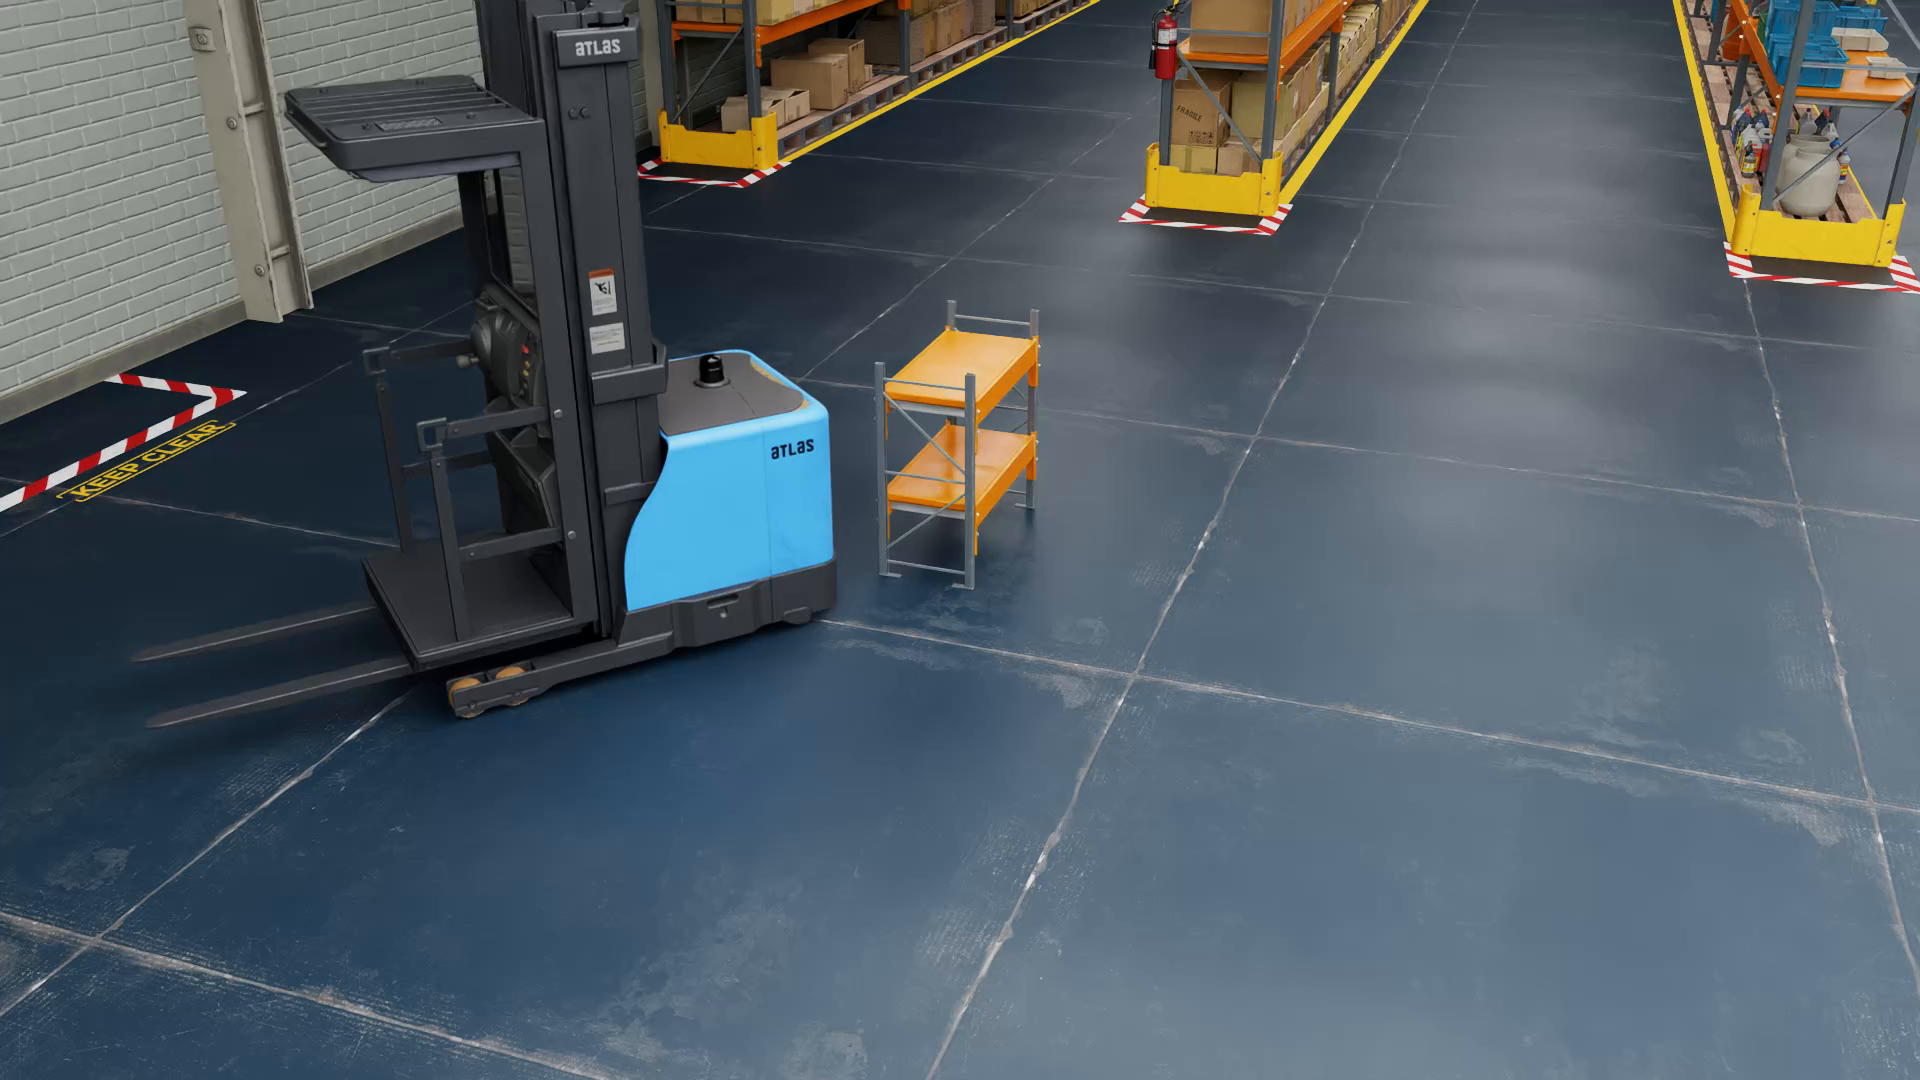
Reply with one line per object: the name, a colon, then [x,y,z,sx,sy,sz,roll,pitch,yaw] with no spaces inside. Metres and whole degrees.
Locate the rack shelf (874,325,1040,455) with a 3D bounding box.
rack shelf: [0.002,-0.772,8.383,0.538,0.278,1.000,9,27,17]

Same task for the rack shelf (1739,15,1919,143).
rack shelf: [7.597,-4.131,14.666,1.077,0.370,4.000,9,27,17]

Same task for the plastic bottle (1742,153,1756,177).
plastic bottle: [7.130,-3.390,15.016,0.097,0.201,0.097,0,26,0]

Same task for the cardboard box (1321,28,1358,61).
cardboard box: [4.308,-5.752,19.219,0.500,0.311,0.500,8,27,16]

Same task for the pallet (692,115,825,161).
pallet: [-2.082,-4.175,17.131,1.003,0.211,1.213,9,27,17]

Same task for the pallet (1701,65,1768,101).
pallet: [9.300,-5.353,19.564,1.003,0.211,1.213,9,27,17]

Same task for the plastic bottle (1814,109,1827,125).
plastic bottle: [8.320,-3.976,16.056,0.144,0.351,0.185,8,27,16]

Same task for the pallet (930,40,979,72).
pallet: [-0.418,-6.282,21.482,1.003,0.211,1.213,9,27,17]

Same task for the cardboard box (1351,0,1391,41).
cardboard box: [5.345,-6.859,21.839,0.500,0.500,0.500,10,28,20]

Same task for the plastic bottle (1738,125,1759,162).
plastic bottle: [7.337,-3.683,15.449,0.144,0.351,0.185,10,28,20]

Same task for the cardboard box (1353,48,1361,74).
cardboard box: [4.472,-5.710,19.775,0.500,0.250,0.500,9,27,18]

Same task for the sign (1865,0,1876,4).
sign: [8.778,-5.317,15.973,0.100,0.325,0.005,9,27,17]

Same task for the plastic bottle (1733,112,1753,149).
plastic bottle: [7.540,-3.934,15.968,0.144,0.351,0.185,8,27,15]

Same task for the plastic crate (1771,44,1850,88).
plastic crate: [6.816,-3.816,13.359,0.499,0.251,0.616,9,27,17]

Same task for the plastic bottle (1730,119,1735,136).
plastic bottle: [7.710,-4.107,16.496,0.097,0.201,0.097,0,26,0]

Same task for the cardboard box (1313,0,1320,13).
cardboard box: [3.282,-5.641,16.844,0.700,0.500,0.500,8,27,17]

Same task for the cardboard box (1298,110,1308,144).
cardboard box: [3.151,-4.109,16.468,0.500,0.250,0.500,9,27,17]

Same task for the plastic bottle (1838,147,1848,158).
plastic bottle: [7.922,-3.399,14.940,0.061,0.283,0.133,9,27,18]

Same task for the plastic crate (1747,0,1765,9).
plastic crate: [8.135,-5.549,16.696,0.402,0.464,0.583,9,27,17]

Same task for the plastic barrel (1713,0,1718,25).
plastic barrel: [10.492,-7.297,22.305,0.600,0.901,0.708,9,27,17]

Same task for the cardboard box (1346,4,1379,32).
cardboard box: [4.982,-6.594,20.956,0.500,0.311,0.500,9,27,19]

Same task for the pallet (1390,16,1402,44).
pallet: [5.616,-7.187,23.351,1.003,0.211,1.213,9,27,17]

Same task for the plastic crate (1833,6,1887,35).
plastic crate: [8.151,-4.716,15.219,0.499,0.251,0.616,9,27,17]

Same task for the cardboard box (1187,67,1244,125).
cardboard box: [2.479,-4.319,16.041,0.500,0.500,0.500,9,27,17]

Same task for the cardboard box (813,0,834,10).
cardboard box: [-1.614,-5.590,17.002,0.500,0.250,0.500,8,27,17]

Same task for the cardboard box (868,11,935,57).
cardboard box: [-0.726,-6.311,20.707,0.700,0.500,0.500,8,27,16]

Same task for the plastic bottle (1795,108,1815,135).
plastic bottle: [8.184,-3.997,16.099,0.144,0.351,0.185,9,27,17]

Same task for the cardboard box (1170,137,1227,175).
cardboard box: [2.162,-3.568,15.350,0.500,0.250,0.500,9,27,17]

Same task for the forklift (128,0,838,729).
forklift: [-2.121,-0.817,7.074,3.031,2.935,1.130,-14,29,-27]

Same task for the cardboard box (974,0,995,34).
cardboard box: [0.061,-7.127,22.392,0.700,0.500,0.500,9,27,18]

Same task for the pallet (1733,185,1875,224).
pallet: [7.188,-2.749,14.186,1.003,0.211,1.213,9,27,17]

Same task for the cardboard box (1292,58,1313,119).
cardboard box: [3.152,-4.446,16.304,0.500,0.500,0.500,9,27,17]

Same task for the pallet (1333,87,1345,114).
pallet: [3.801,-5.050,18.939,1.003,0.211,1.213,9,27,17]

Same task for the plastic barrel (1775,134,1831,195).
plastic barrel: [7.246,-3.190,14.270,0.421,0.512,0.421,0,26,0]

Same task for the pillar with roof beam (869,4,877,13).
pillar with roof beam: [3.063,-10.025,19.128,9.100,9.000,0.400,9,27,17]

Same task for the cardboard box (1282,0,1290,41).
cardboard box: [2.600,-4.805,15.117,0.700,0.500,0.500,9,27,19]

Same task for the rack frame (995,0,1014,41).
rack frame: [0.252,-8.358,22.570,1.000,3.000,0.127,9,27,17]

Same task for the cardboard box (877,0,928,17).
cardboard box: [-0.707,-6.611,20.464,0.500,0.250,0.500,8,27,16]

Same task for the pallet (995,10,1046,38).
pallet: [0.585,-7.416,23.824,1.003,0.211,1.213,9,27,17]

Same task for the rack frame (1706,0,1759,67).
rack frame: [9.594,-6.921,19.602,1.000,3.000,0.127,9,27,17]

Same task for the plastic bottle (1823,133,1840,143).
plastic bottle: [8.091,-3.665,15.498,0.152,0.276,0.135,9,27,18]

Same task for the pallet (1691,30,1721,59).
pallet: [10.225,-6.496,21.924,1.003,0.211,1.213,9,27,17]

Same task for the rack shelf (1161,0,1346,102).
rack shelf: [2.928,-4.851,16.153,1.077,0.370,4.000,9,27,17]

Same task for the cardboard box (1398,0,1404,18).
cardboard box: [6.022,-7.705,23.586,0.500,0.500,0.500,9,27,18]

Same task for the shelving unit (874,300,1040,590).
shelving unit: [0.002,-0.509,8.511,0.538,1.125,1.048,9,27,17]

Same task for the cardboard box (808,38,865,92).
cardboard box: [-1.387,-5.354,18.730,0.500,0.500,0.500,7,27,14]
